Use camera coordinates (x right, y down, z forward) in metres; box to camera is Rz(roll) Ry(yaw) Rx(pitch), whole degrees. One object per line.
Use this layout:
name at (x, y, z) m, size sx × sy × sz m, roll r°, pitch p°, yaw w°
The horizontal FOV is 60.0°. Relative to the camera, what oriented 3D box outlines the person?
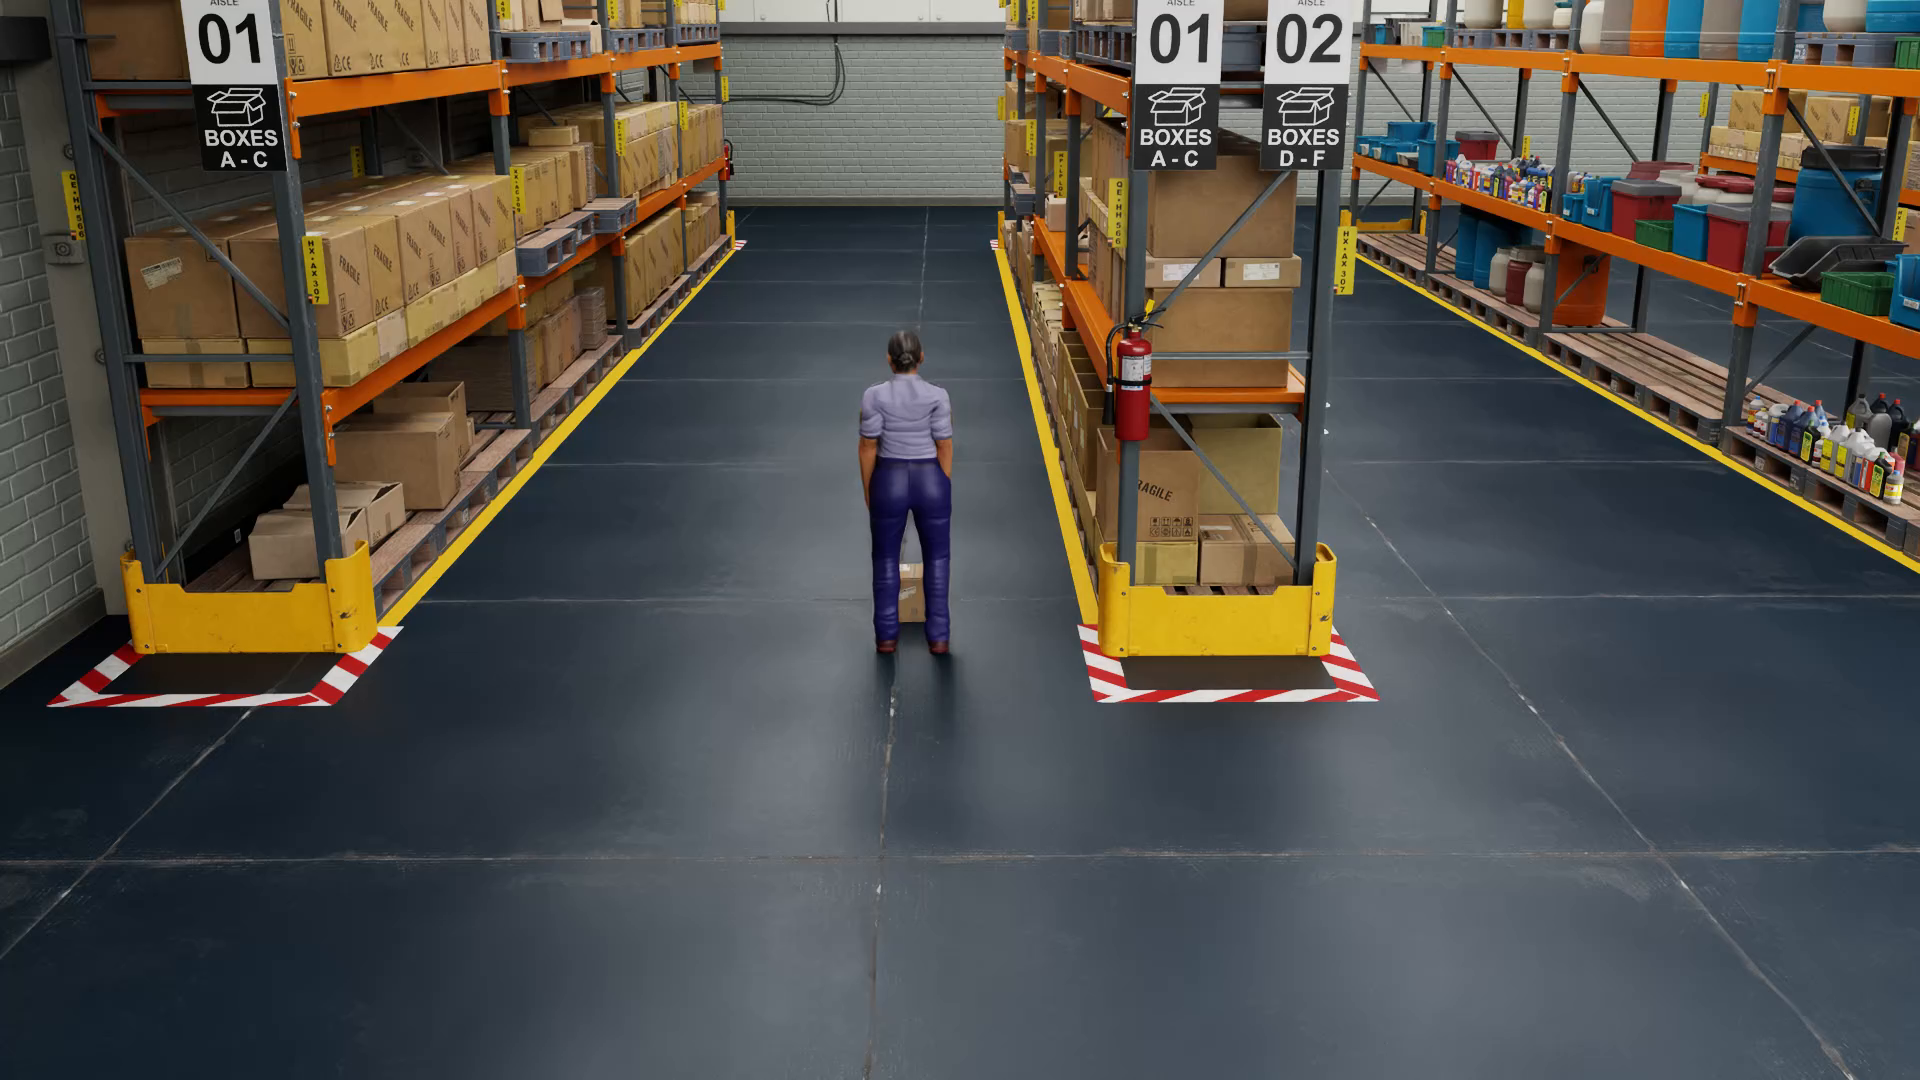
person at (-0.269, -0.235, 8.348) m, size 0.470 × 1.648 × 0.341 m, roll 0°, pitch 17°, yaw 0°
